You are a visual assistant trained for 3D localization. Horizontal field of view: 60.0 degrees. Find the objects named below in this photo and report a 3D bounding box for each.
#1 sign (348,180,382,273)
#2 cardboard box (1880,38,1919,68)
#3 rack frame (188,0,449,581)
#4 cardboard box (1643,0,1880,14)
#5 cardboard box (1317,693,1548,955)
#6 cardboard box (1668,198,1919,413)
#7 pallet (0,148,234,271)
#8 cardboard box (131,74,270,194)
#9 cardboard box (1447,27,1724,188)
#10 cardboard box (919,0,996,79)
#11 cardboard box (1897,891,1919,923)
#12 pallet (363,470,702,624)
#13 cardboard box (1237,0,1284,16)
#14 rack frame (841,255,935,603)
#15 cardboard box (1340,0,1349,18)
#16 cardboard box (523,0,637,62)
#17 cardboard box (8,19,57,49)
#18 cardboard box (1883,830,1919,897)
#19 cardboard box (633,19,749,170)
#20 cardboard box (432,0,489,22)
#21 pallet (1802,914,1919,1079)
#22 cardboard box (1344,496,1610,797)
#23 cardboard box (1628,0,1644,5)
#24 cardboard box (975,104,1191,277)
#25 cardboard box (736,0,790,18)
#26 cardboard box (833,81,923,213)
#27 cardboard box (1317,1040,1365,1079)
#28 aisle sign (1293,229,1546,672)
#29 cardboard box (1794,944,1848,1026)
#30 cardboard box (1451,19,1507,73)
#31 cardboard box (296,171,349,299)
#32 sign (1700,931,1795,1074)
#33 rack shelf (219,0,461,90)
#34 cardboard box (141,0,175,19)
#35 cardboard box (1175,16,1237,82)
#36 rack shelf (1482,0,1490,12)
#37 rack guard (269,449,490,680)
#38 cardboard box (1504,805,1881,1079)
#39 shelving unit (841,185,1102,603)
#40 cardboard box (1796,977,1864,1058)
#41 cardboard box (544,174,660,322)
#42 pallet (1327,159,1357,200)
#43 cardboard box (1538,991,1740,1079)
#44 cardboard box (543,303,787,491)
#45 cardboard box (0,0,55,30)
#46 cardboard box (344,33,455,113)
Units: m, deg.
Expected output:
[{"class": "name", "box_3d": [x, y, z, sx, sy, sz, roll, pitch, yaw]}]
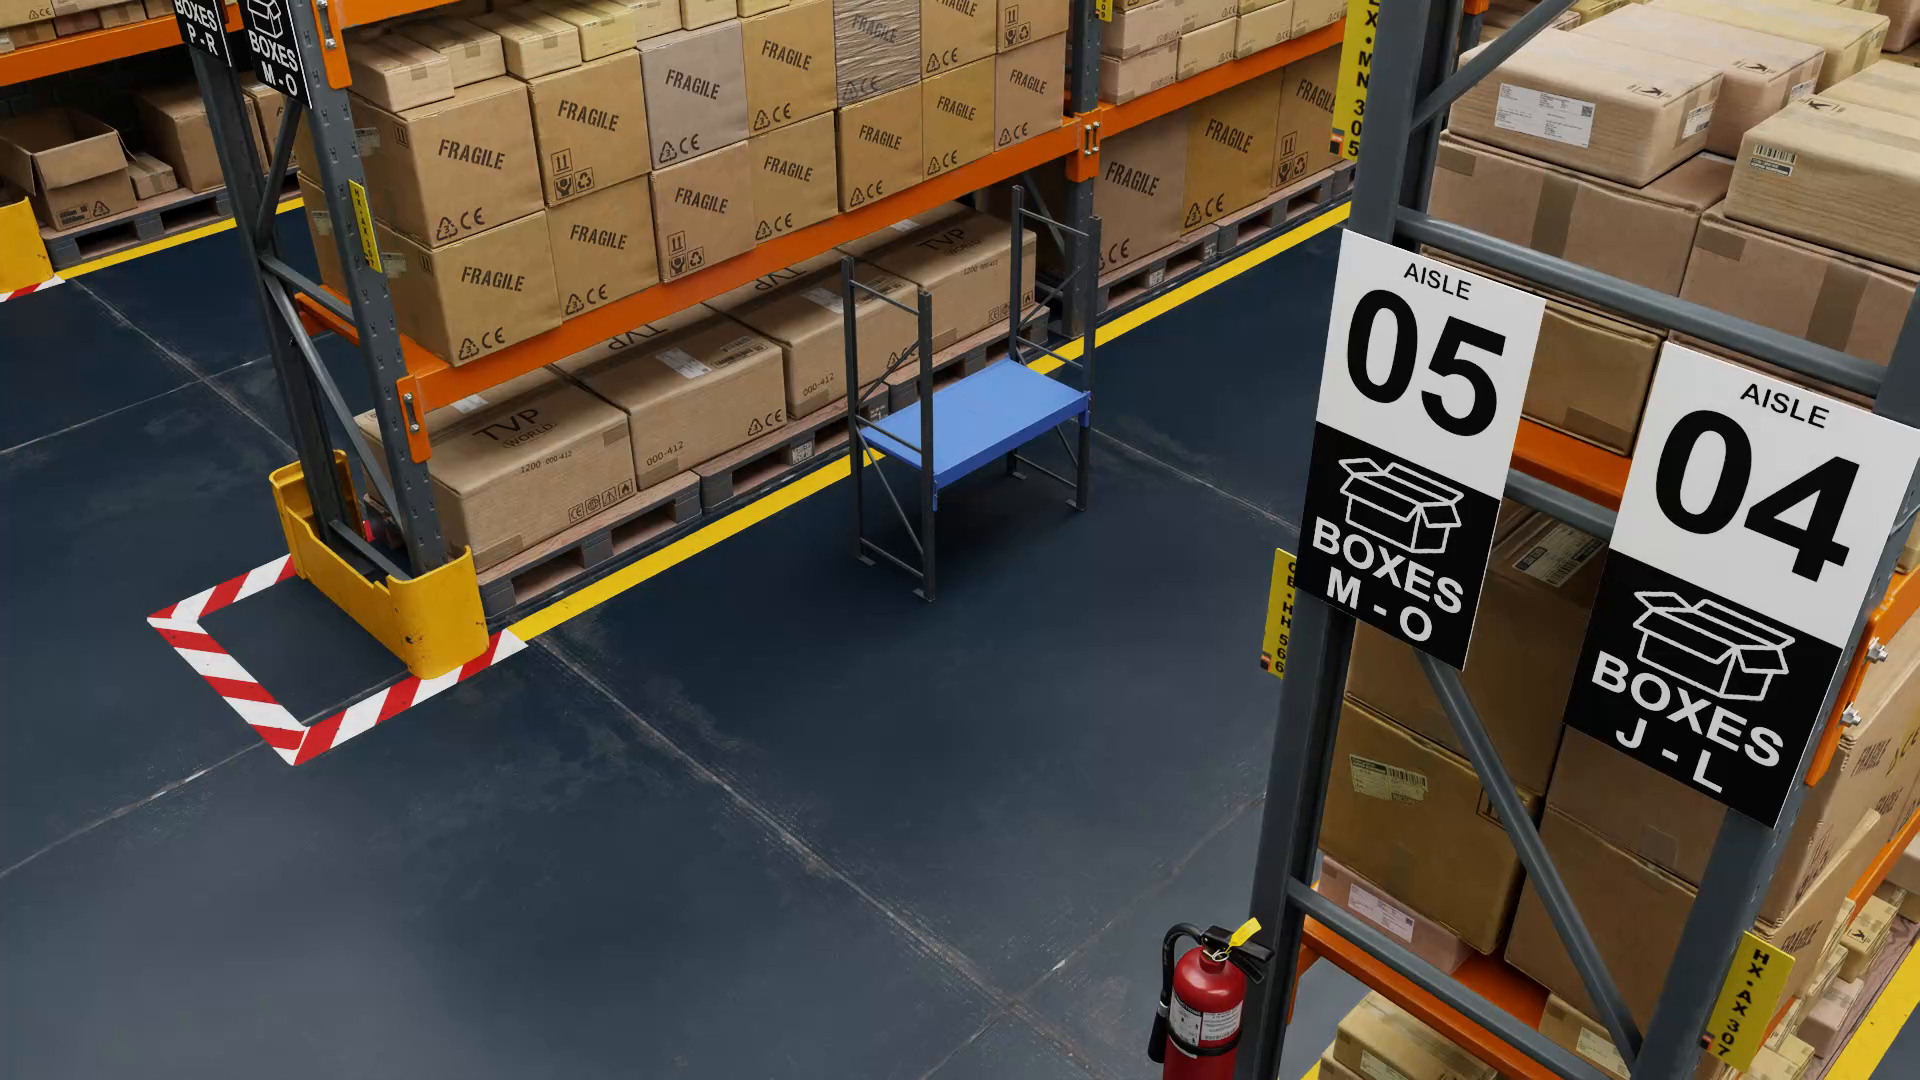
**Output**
[{"class": "sign", "box_3d": [-2.107, -1.109, 5.892, 0.100, 0.325, 0.005, 30, 45, 35]}, {"class": "cardboard box", "box_3d": [1.954, -1.072, 3.736, 0.500, 0.250, 0.500, -29, 44, -35]}, {"class": "rack frame", "box_3d": [-2.497, -0.947, 6.486, 1.000, 3.000, 0.127, 30, 45, 35]}, {"class": "cardboard box", "box_3d": [1.646, -1.100, 3.429, 0.250, 0.149, 0.380, -29, 44, -35]}, {"class": "cardboard box", "box_3d": [1.221, 0.557, 3.981, 0.500, 0.500, 0.500, -29, 44, -35]}, {"class": "cardboard box", "box_3d": [1.588, -0.445, 2.837, 0.500, 0.250, 0.500, -29, 44, -35]}, {"class": "pallet", "box_3d": [-5.407, -2.157, 10.659, 1.003, 0.211, 1.213, 30, 45, 35]}, {"class": "cardboard box", "box_3d": [-4.894, -2.635, 10.724, 0.500, 0.500, 0.700, -28, 44, -34]}, {"class": "cardboard box", "box_3d": [1.113, -0.784, 2.976, 0.380, 0.149, 0.250, 29, 44, 35]}, {"class": "cardboard box", "box_3d": [-0.178, -2.517, 7.775, 0.500, 0.500, 0.500, 29, 44, 35]}, {"class": "cardboard box", "box_3d": [3.142, 1.097, 5.680, 0.380, 0.149, 0.250, 29, 44, 35]}, {"class": "pallet", "box_3d": [-1.989, -0.160, 7.795, 1.003, 0.211, 1.213, 30, 45, 35]}, {"class": "cardboard box", "box_3d": [1.554, -3.197, 9.406, 0.500, 0.250, 0.500, -29, 44, -35]}, {"class": "rack frame", "box_3d": [-0.298, -0.443, 7.075, 0.500, 1.500, 0.032, 30, 45, 35]}, {"class": "cardboard box", "box_3d": [2.253, -3.412, 10.151, 0.500, 0.250, 0.500, 29, 44, 35]}, {"class": "cardboard box", "box_3d": [-1.479, -2.006, 6.475, 0.380, 0.149, 0.250, 28, 44, 34]}, {"class": "cardboard box", "box_3d": [-5.449, -2.988, 9.632, 0.250, 0.149, 0.380, -29, 44, -35]}, {"class": "cardboard box", "box_3d": [2.973, 0.944, 5.379, 0.380, 0.149, 0.250, 28, 44, 34]}, {"class": "cardboard box", "box_3d": [-1.240, -1.903, 6.895, 0.500, 0.500, 0.500, 29, 44, 35]}, {"class": "cardboard box", "box_3d": [-2.102, -2.142, 6.671, 0.380, 0.149, 0.250, 29, 44, 35]}, {"class": "pallet", "box_3d": [2.598, 1.311, 5.685, 1.003, 0.211, 1.213, 30, 45, 35]}, {"class": "cardboard box", "box_3d": [1.233, 0.147, 3.695, 0.500, 0.500, 0.500, 29, 44, 34]}, {"class": "cardboard box", "box_3d": [5.086, -4.406, 13.375, 0.625, 0.372, 0.950, -27, 43, -33]}, {"class": "cardboard box", "box_3d": [0.702, -2.156, 9.709, 0.875, 0.875, 0.875, -28, 44, -34]}, {"class": "cardboard box", "box_3d": [-0.928, -2.310, 6.911, 0.380, 0.149, 0.250, 28, 44, 34]}, {"class": "cardboard box", "box_3d": [-0.526, -1.900, 7.764, 0.500, 0.500, 0.500, 29, 44, 35]}, {"class": "cardboard box", "box_3d": [1.257, 1.552, 4.767, 0.380, 0.149, 0.250, 28, 44, 34]}, {"class": "aisle sign", "box_3d": [0.823, -0.151, 3.072, 0.394, 0.787, 0.004, 30, 45, 35]}, {"class": "cardboard box", "box_3d": [2.393, 1.230, 4.969, 0.250, 0.149, 0.380, -28, 44, -34]}, {"class": "cardboard box", "box_3d": [3.545, -3.515, 12.097, 0.950, 0.372, 0.625, 26, 43, 32]}, {"class": "cardboard box", "box_3d": [-2.345, -1.291, 6.891, 0.500, 0.500, 0.500, -30, 45, -35]}, {"class": "sign", "box_3d": [1.472, 0.870, 3.123, 0.100, 0.325, 0.005, 30, 45, 35]}, {"class": "rack shelf", "box_3d": [-1.088, -2.695, 6.998, 1.077, 0.370, 4.000, 30, 45, 35]}, {"class": "cardboard box", "box_3d": [-4.884, -3.297, 10.075, 0.250, 0.149, 0.380, -29, 44, -35]}, {"class": "cardboard box", "box_3d": [1.182, -2.793, 9.263, 0.500, 0.250, 0.500, 28, 44, 34]}, {"class": "rack shelf", "box_3d": [4.549, -4.712, 12.513, 1.077, 0.370, 4.000, 30, 45, 35]}, {"class": "rack guard", "box_3d": [-2.514, 0.088, 7.187, 1.175, 0.500, 0.348, 30, 45, 35]}, {"class": "cardboard box", "box_3d": [1.600, 0.773, 3.672, 0.500, 0.500, 0.500, -28, 43, -34]}, {"class": "shelving unit", "box_3d": [0.060, -0.650, 7.371, 0.538, 1.500, 1.048, 30, 45, 35]}, {"class": "cardboard box", "box_3d": [2.587, 1.410, 5.232, 0.380, 0.149, 0.250, 27, 43, 33]}, {"class": "cardboard box", "box_3d": [-1.618, -1.284, 6.882, 0.500, 0.500, 0.500, 29, 44, 35]}, {"class": "pallet", "box_3d": [2.531, -2.761, 11.525, 1.003, 0.211, 1.213, 30, 45, 35]}, {"class": "cardboard box", "box_3d": [1.548, 1.110, 3.755, 0.380, 0.149, 0.250, 29, 44, 35]}, {"class": "cardboard box", "box_3d": [-1.464, -0.752, 8.079, 0.875, 0.438, 0.875, -29, 44, -34]}, {"class": "cardboard box", "box_3d": [-5.511, -3.082, 9.419, 0.500, 0.250, 0.500, -30, 45, -35]}, {"class": "cardboard box", "box_3d": [-2.050, -1.697, 6.033, 0.250, 0.149, 0.380, -29, 44, -35]}]
